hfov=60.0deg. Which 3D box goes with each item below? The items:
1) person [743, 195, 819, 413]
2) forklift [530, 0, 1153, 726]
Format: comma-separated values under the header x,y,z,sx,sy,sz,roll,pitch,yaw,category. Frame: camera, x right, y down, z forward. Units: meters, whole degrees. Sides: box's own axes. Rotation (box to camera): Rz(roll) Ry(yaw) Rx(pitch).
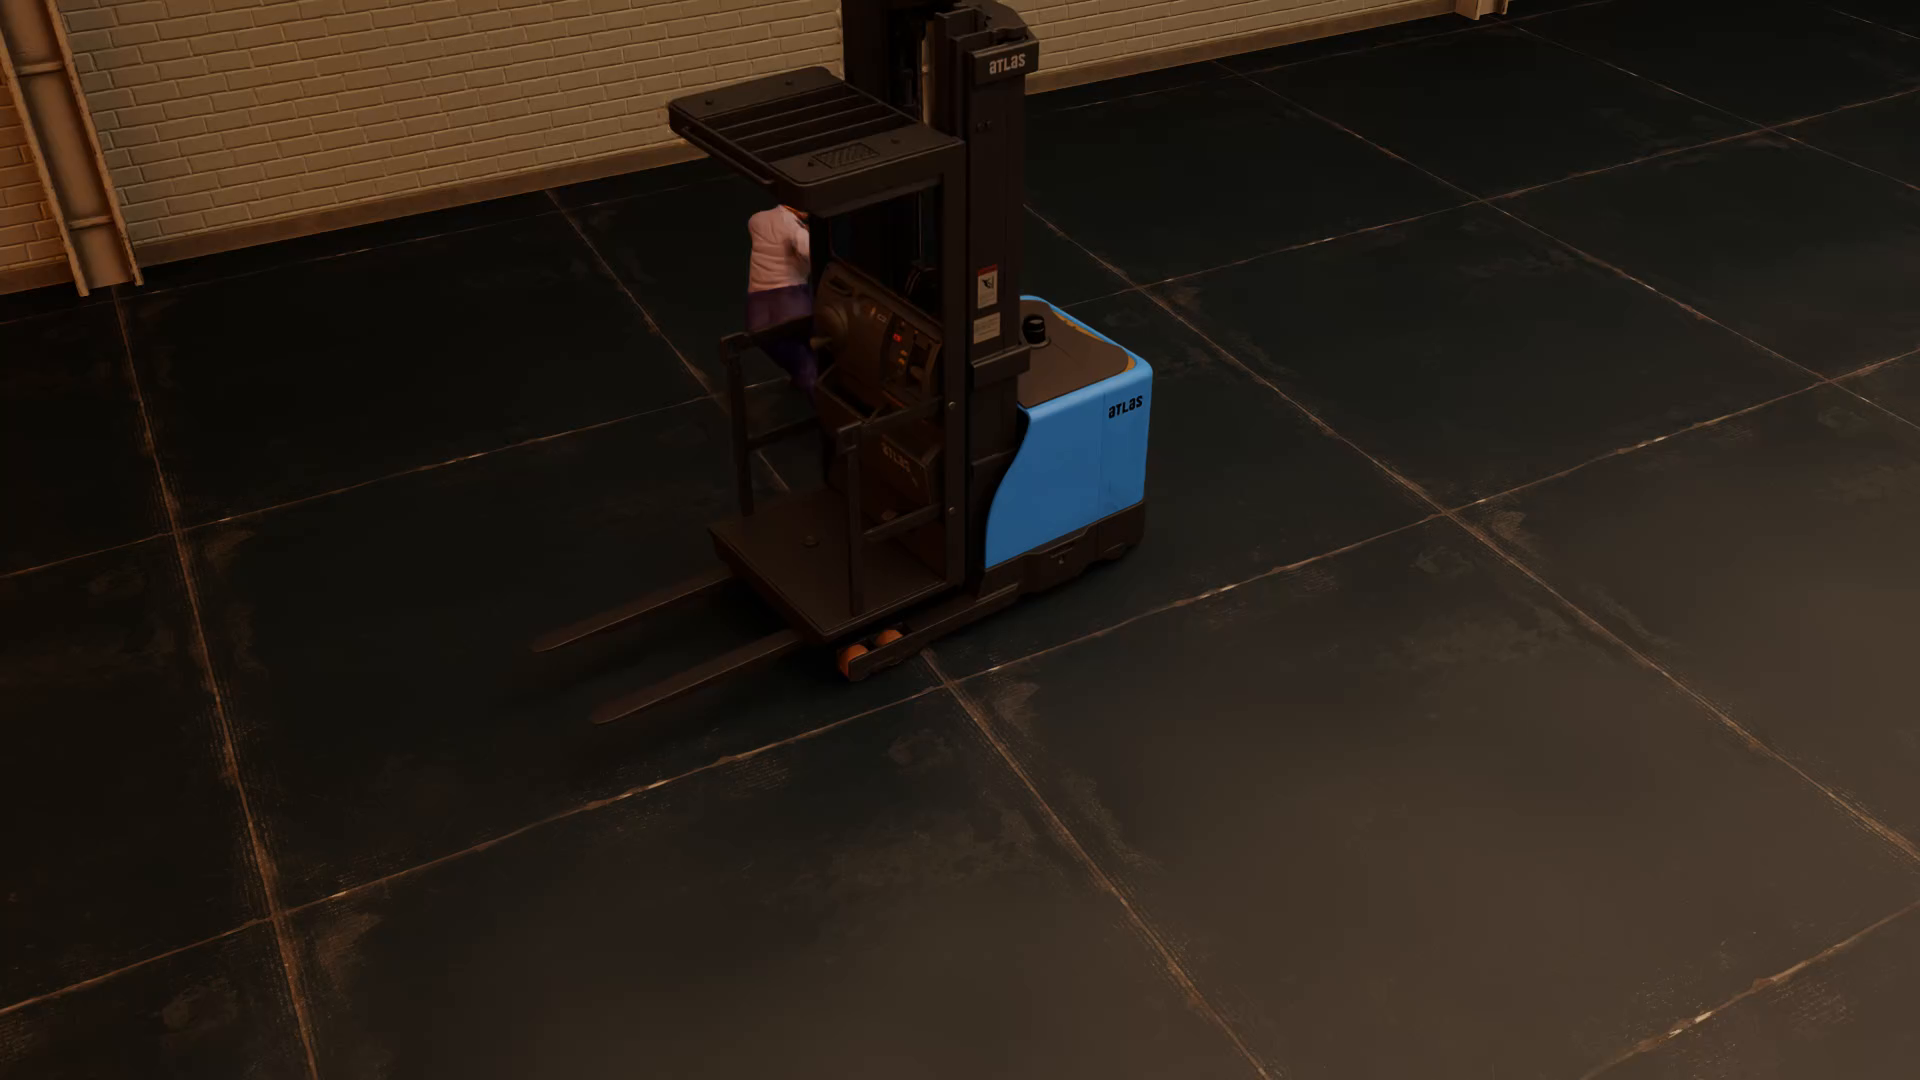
x,y,z,sx,sy,sz,roll,pitch,yaw,category
-0.784,-1.360,9.378,0.899,1.428,0.981,10,36,14,person
-0.544,-0.889,7.380,3.031,2.935,1.130,-23,41,-29,forklift
